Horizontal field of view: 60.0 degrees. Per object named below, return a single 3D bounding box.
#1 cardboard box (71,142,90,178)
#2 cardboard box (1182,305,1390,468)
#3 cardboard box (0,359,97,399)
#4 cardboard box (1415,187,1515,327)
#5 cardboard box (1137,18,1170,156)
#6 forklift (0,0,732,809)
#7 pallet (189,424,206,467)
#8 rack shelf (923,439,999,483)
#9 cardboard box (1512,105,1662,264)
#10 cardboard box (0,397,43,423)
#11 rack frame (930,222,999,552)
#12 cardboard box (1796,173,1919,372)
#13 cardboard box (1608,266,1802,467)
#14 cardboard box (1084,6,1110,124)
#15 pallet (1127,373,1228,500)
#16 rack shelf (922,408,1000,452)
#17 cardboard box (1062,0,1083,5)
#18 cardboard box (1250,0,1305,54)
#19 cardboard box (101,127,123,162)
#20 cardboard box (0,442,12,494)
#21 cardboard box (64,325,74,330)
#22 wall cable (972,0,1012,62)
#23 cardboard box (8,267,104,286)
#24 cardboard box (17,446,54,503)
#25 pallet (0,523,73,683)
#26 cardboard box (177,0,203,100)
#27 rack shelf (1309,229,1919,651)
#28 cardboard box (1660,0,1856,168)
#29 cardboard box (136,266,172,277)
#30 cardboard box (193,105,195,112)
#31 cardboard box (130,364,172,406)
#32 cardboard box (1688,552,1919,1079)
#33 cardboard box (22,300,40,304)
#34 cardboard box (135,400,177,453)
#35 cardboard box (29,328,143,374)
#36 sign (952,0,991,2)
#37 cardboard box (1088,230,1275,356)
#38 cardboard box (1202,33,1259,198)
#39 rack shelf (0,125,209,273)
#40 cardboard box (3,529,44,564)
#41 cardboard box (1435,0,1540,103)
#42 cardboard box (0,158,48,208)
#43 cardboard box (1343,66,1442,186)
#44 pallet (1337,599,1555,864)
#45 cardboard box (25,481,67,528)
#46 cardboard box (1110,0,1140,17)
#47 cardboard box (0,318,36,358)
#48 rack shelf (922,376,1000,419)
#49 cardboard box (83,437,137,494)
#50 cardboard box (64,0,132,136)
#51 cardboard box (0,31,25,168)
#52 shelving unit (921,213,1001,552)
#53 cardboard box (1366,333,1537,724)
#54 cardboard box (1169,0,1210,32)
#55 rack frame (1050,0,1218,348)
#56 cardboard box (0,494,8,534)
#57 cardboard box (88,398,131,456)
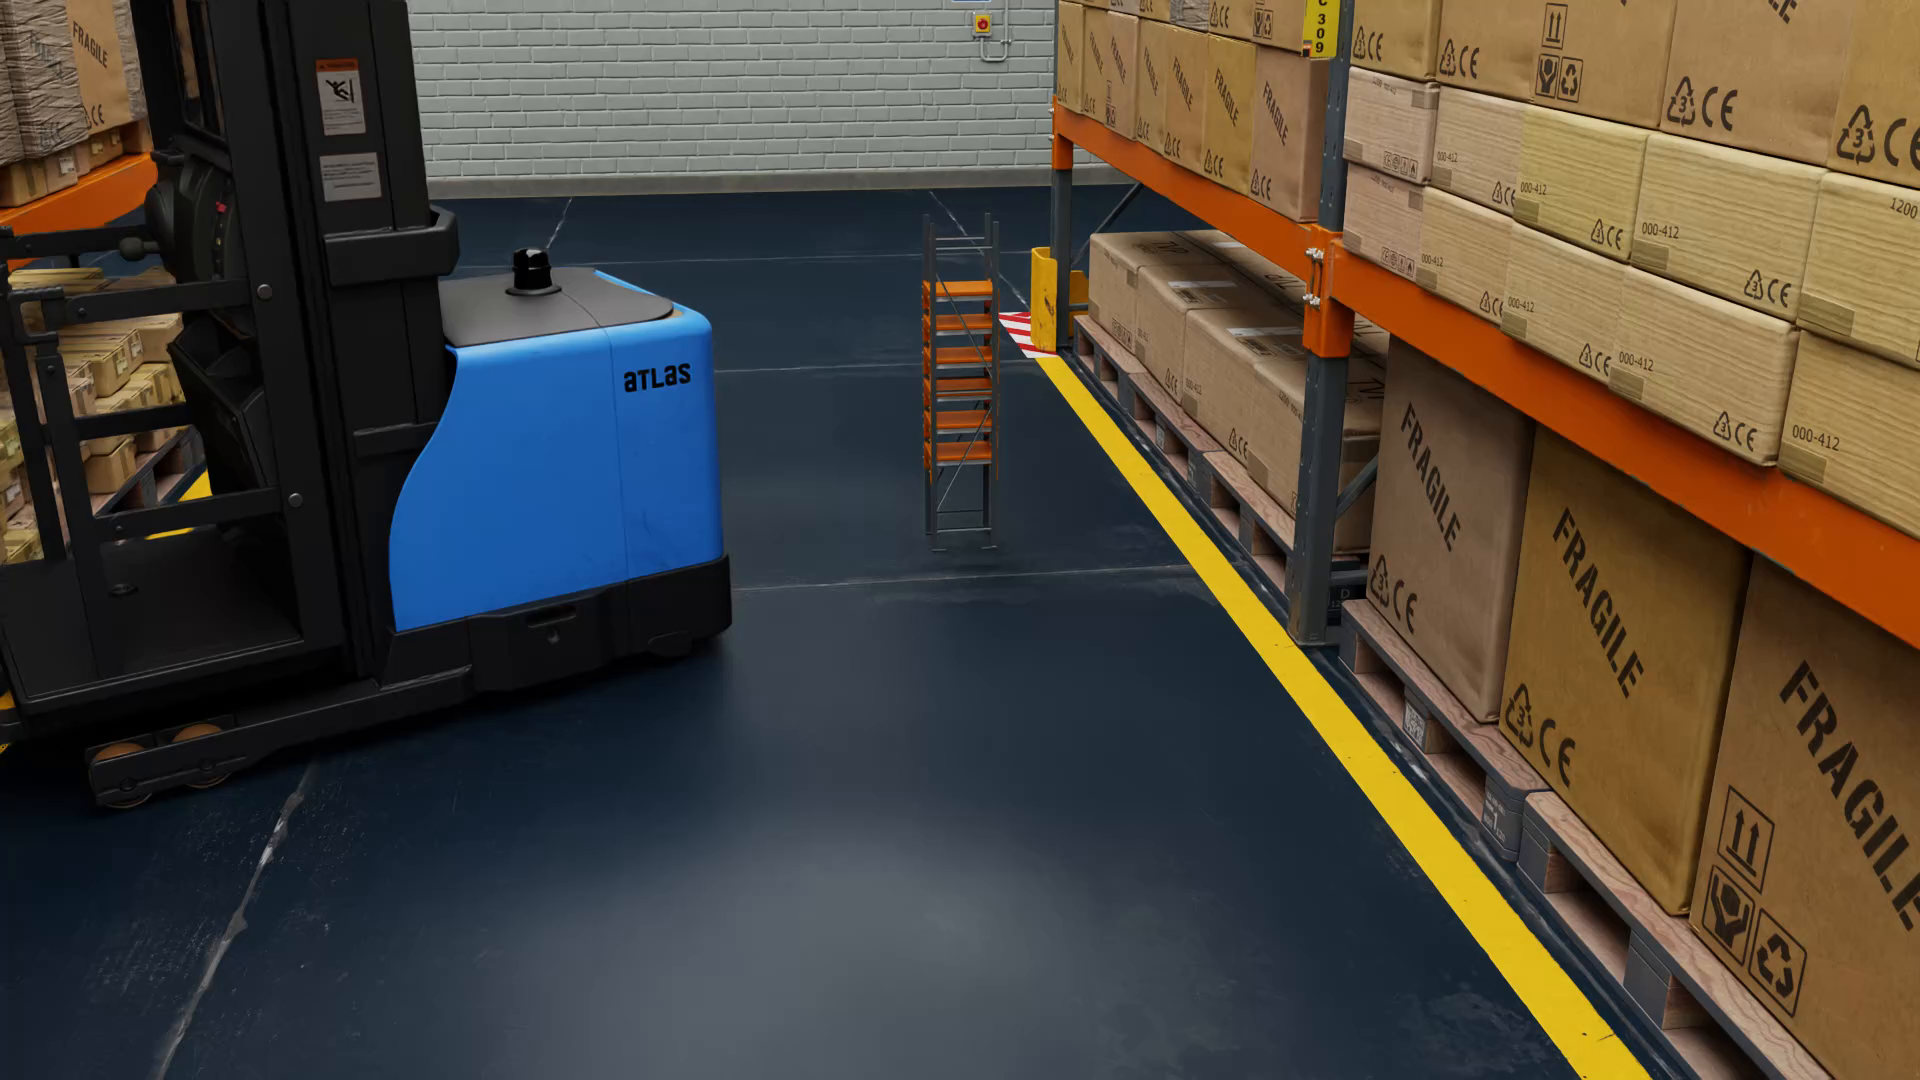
[{"bbox_3d":[-3.360,-1.361,5.932,0.380,0.149,0.250,-2,21,-6],"label":"cardboard box"},{"bbox_3d":[1.449,-0.634,6.688,0.875,0.438,0.875,-4,21,-9],"label":"cardboard box"},{"bbox_3d":[-3.368,-0.545,6.012,0.380,0.149,0.250,-4,21,-10],"label":"cardboard box"},{"bbox_3d":[1.442,-0.690,3.990,0.500,0.250,0.500,-3,21,-9],"label":"cardboard box"},{"bbox_3d":[1.016,-1.833,6.693,0.500,0.500,0.500,-2,21,-6],"label":"cardboard box"},{"bbox_3d":[-2.232,-0.883,4.391,3.031,2.935,1.130,-13,24,-32],"label":"forklift"},{"bbox_3d":[-3.804,-0.589,7.493,1.003,0.211,1.213,-3,21,-8],"label":"pallet"},{"bbox_3d":[0.002,-0.291,6.092,0.258,0.103,0.180,-3,21,-8],"label":"rack shelf"},{"bbox_3d":[1.497,-0.747,3.429,0.500,0.250,0.500,-3,21,-7],"label":"cardboard box"},{"bbox_3d":[-3.292,-0.362,5.523,0.380,0.149,0.250,-3,21,-9],"label":"cardboard box"},{"bbox_3d":[0.015,-0.525,5.908,0.240,1.200,0.006,-3,21,-8],"label":"rack frame"},{"bbox_3d":[1.647,-0.392,2.479,0.500,0.250,0.500,-3,21,-9],"label":"cardboard box"},{"bbox_3d":[1.563,-0.338,3.048,0.500,0.250,0.500,-3,21,-9],"label":"cardboard box"},{"bbox_3d":[0.872,-2.182,7.629,0.500,0.500,0.500,-3,21,-9],"label":"cardboard box"},{"bbox_3d":[1.352,-0.489,7.224,1.003,0.211,1.213,-3,21,-8],"label":"pallet"},{"bbox_3d":[0.002,-0.403,6.050,0.258,0.103,0.180,-3,21,-8],"label":"rack shelf"},{"bbox_3d":[0.774,-2.824,7.919,0.500,0.500,0.500,-3,21,-9],"label":"cardboard box"},{"bbox_3d":[1.222,-1.769,5.095,0.500,0.500,0.500,-3,21,-8],"label":"cardboard box"},{"bbox_3d":[-3.472,-1.538,6.407,0.380,0.149,0.250,-4,21,-10],"label":"cardboard box"},{"bbox_3d":[-3.146,-0.188,5.057,0.380,0.149,0.250,-2,21,-5],"label":"cardboard box"},{"bbox_3d":[-3.969,-0.833,7.209,0.380,0.149,0.250,-3,21,-7],"label":"cardboard box"},{"bbox_3d":[0.151,-4.931,13.636,0.585,1.953,0.123,-3,21,-8],"label":"wall cable"},{"bbox_3d":[-4.158,-1.146,7.623,0.380,0.149,0.250,-4,21,-10],"label":"cardboard box"},{"bbox_3d":[-3.288,-0.222,5.572,0.380,0.149,0.250,-4,21,-11],"label":"cardboard box"},{"bbox_3d":[-3.452,0.255,5.231,1.003,0.211,1.213,-3,21,-8],"label":"pallet"},{"bbox_3d":[-3.509,-2.070,6.903,0.500,0.500,0.500,-3,21,-9],"label":"cardboard box"},{"bbox_3d":[1.852,-0.075,3.159,1.077,0.370,4.000,-3,21,-8],"label":"rack shelf"},{"bbox_3d":[1.594,-0.926,2.836,0.500,0.500,0.500,-3,21,-9],"label":"cardboard box"},{"bbox_3d":[-3.570,-1.174,7.698,0.380,0.149,0.250,-3,21,-7],"label":"cardboard box"},{"bbox_3d":[-3.521,-1.815,7.147,0.380,0.149,0.250,-3,21,-8],"label":"cardboard box"},{"bbox_3d":[-3.356,-0.589,6.556,0.380,0.149,0.250,-2,21,-5],"label":"cardboard box"},{"bbox_3d":[1.998,0.526,2.956,0.875,0.875,0.875,-3,21,-7],"label":"cardboard box"},{"bbox_3d":[-4.089,-0.963,7.132,0.380,0.149,0.250,-3,21,-8],"label":"cardboard box"},{"bbox_3d":[-3.358,-0.449,6.606,0.380,0.149,0.250,-3,21,-7],"label":"cardboard box"},{"bbox_3d":[-3.431,-0.721,6.485,0.380,0.149,0.250,-4,21,-10],"label":"cardboard box"},{"bbox_3d":[0.094,-4.586,13.822,0.327,0.218,0.001,-3,21,-8],"label":"sign"},{"bbox_3d":[1.181,-1.263,8.372,0.875,0.438,0.875,-4,21,-10],"label":"cardboard box"},{"bbox_3d":[1.164,-1.477,5.741,0.500,0.500,0.500,-3,21,-9],"label":"cardboard box"},{"bbox_3d":[-3.609,-1.176,6.105,1.077,0.370,4.000,-3,21,-8],"label":"rack shelf"},{"bbox_3d":[-3.093,0.084,5.178,0.380,0.149,0.250,-2,21,-6],"label":"cardboard box"},{"bbox_3d":[1.443,-1.278,3.780,0.500,0.500,0.500,-3,21,-8],"label":"cardboard box"},{"bbox_3d":[-3.244,-1.177,5.441,0.380,0.149,0.250,-3,21,-7],"label":"cardboard box"},{"bbox_3d":[1.348,-1.102,4.380,0.500,0.250,0.500,-4,21,-9],"label":"cardboard box"},{"bbox_3d":[1.749,0.465,4.670,1.003,0.211,1.213,-3,21,-8],"label":"pallet"},{"bbox_3d":[-3.267,-0.085,5.630,0.380,0.149,0.250,-3,21,-9],"label":"cardboard box"},{"bbox_3d":[0.937,-2.468,6.965,0.500,0.500,0.500,-3,21,-8],"label":"cardboard box"},{"bbox_3d":[-3.941,-0.785,6.655,0.380,0.149,0.250,-2,21,-6],"label":"cardboard box"},{"bbox_3d":[0.002,-0.515,6.008,0.258,0.103,0.180,-3,21,-8],"label":"rack shelf"},{"bbox_3d":[-3.282,-0.271,6.129,0.380,0.149,0.250,-3,21,-9],"label":"cardboard box"},{"bbox_3d":[-3.364,-1.722,5.971,0.500,0.500,0.500,-2,21,-5],"label":"cardboard box"},{"bbox_3d":[-3.221,-1.361,5.006,0.500,0.500,0.500,-3,21,-8],"label":"cardboard box"},{"bbox_3d":[0.002,-0.557,5.993,0.258,1.200,0.189,-3,21,-8],"label":"shelving unit"},{"bbox_3d":[1.732,-0.096,4.621,0.875,0.875,0.875,-2,21,-6],"label":"cardboard box"},{"bbox_3d":[1.074,-2.121,6.037,0.500,0.500,0.500,-3,21,-7],"label":"cardboard box"},{"bbox_3d":[0.987,-2.490,8.595,1.000,3.000,0.127,-3,21,-8],"label":"rack frame"},{"bbox_3d":[-3.181,-0.045,5.100,0.380,0.149,0.250,-3,21,-7],"label":"cardboard box"},{"bbox_3d":[-3.278,-0.409,6.072,0.380,0.149,0.250,-3,21,-8],"label":"cardboard box"}]
